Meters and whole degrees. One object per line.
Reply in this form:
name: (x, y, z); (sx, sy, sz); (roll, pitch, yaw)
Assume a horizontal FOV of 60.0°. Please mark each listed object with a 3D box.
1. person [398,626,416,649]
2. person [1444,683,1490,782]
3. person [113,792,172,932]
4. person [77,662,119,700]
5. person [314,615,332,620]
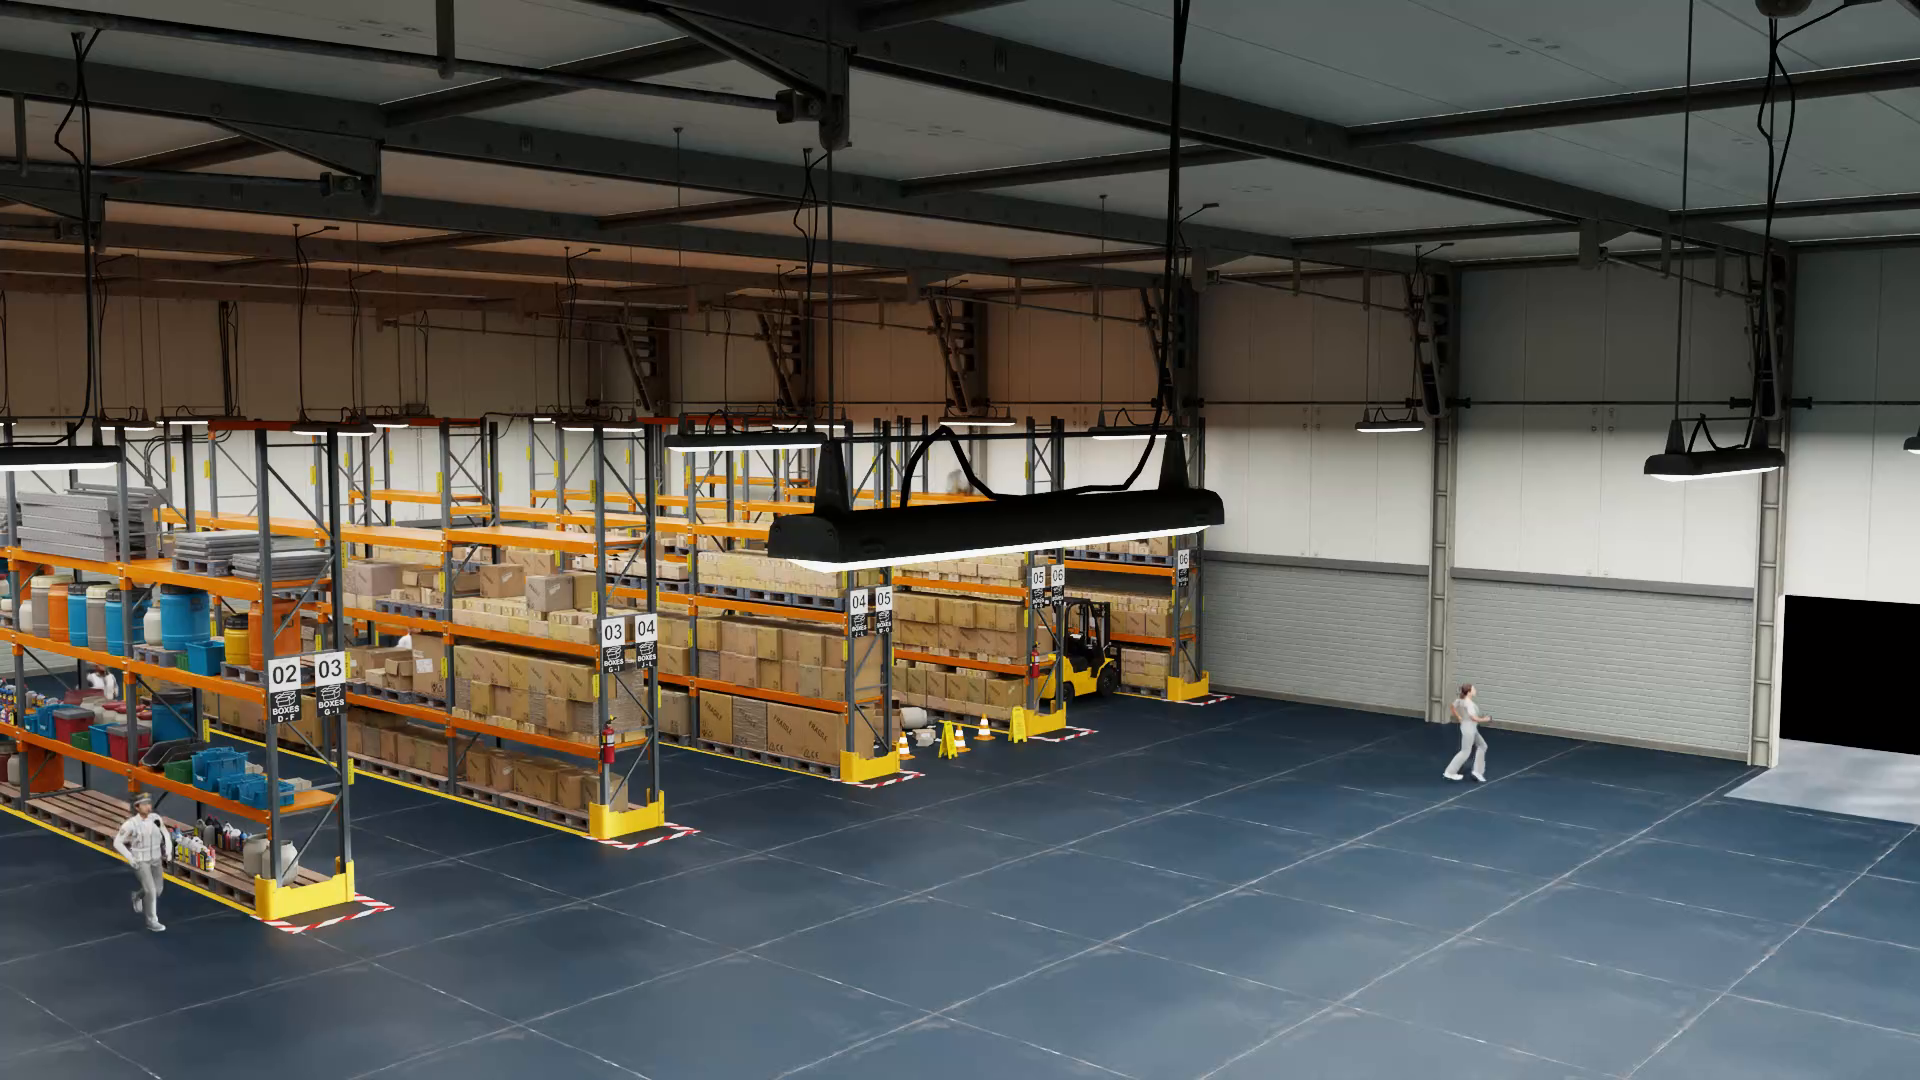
person: (-11.285, 2.613, 34.425); (0.719, 1.801, 0.796); (-5, 7, -44)
person: (8.447, 3.217, 27.708); (0.744, 1.697, 0.570); (0, 5, 5)
person: (-9.817, 3.836, 19.984); (0.738, 1.653, 0.655); (3, 6, 33)
person: (-15.439, 2.971, 29.929); (0.833, 1.743, 0.689); (3, 6, 32)
person: (-15.106, 2.296, 38.887); (0.845, 1.608, 0.785); (-4, 6, -41)
